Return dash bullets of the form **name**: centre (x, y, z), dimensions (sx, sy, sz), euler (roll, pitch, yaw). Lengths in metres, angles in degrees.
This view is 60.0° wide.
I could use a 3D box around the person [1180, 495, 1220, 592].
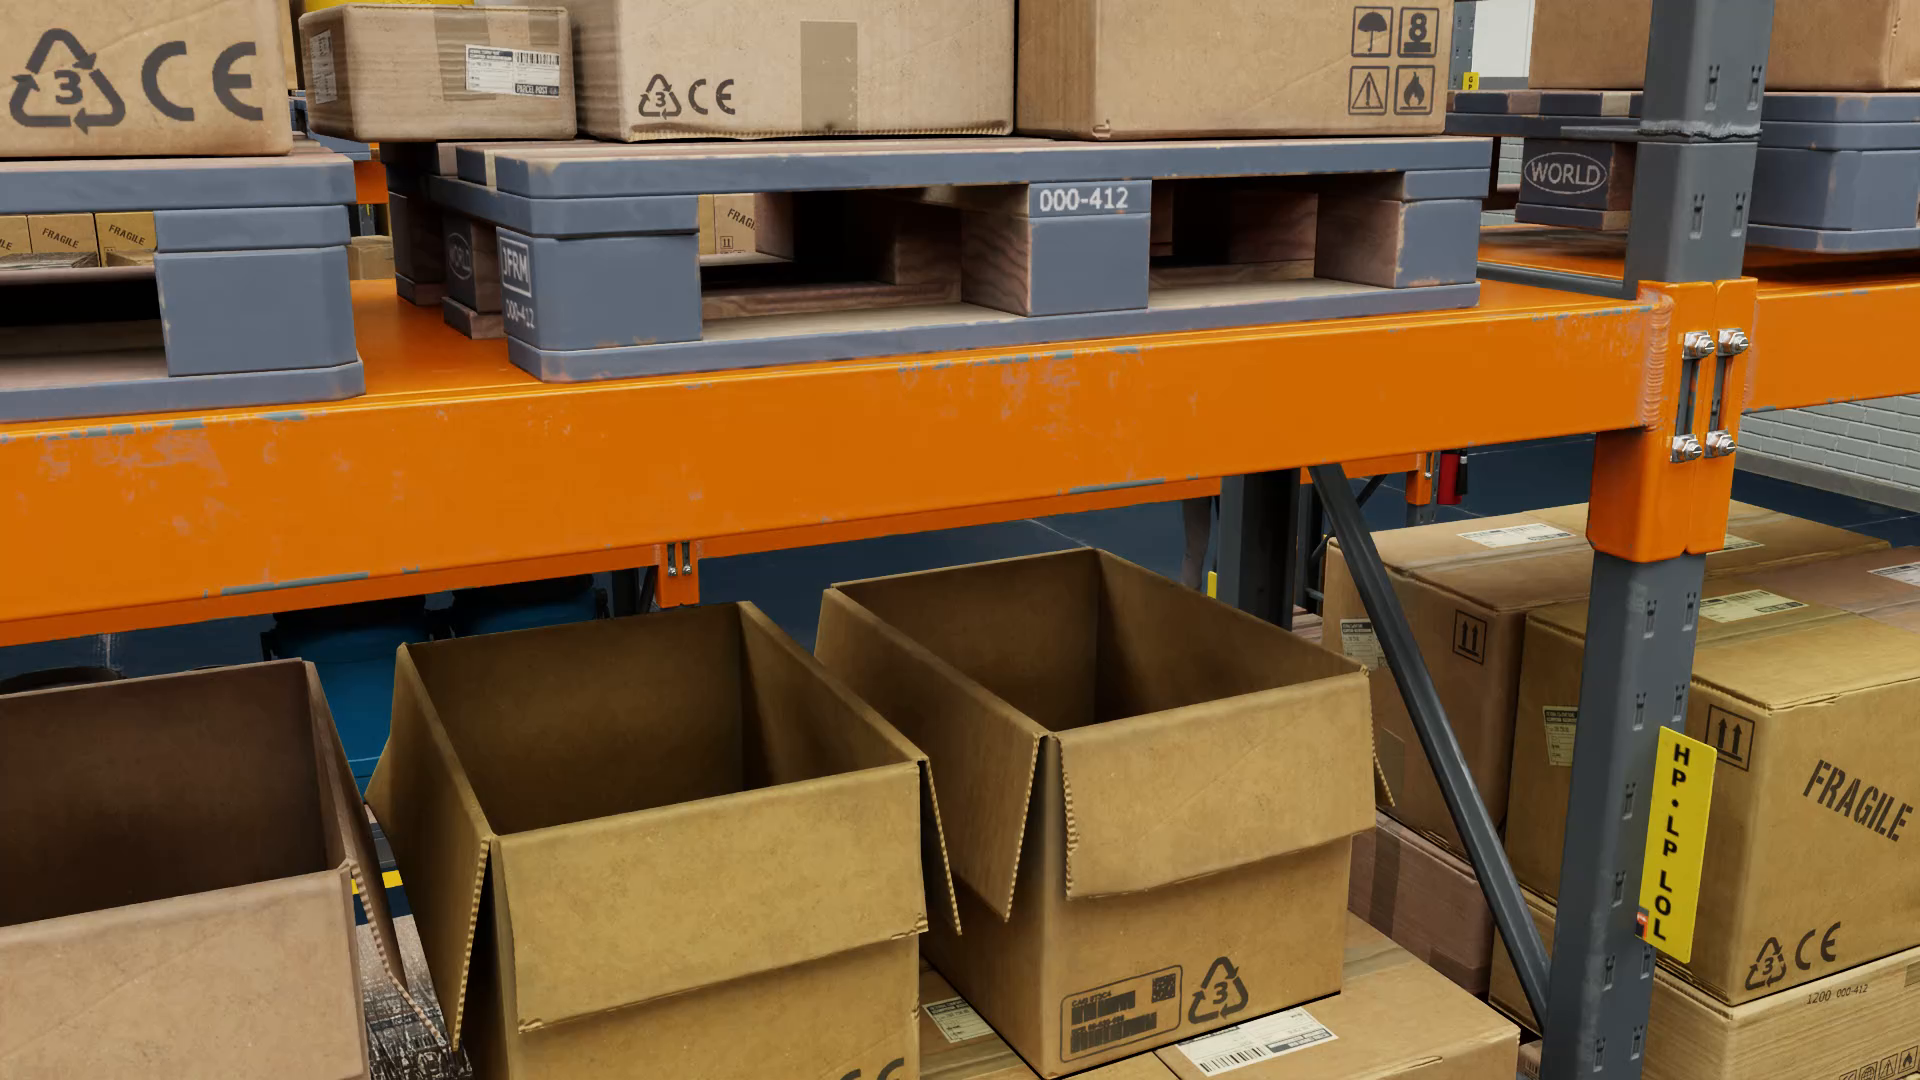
- **person**: centre (1.379, -0.282, 8.791), dimensions (0.405, 1.589, 0.492), euler (-4, 16, -12)
